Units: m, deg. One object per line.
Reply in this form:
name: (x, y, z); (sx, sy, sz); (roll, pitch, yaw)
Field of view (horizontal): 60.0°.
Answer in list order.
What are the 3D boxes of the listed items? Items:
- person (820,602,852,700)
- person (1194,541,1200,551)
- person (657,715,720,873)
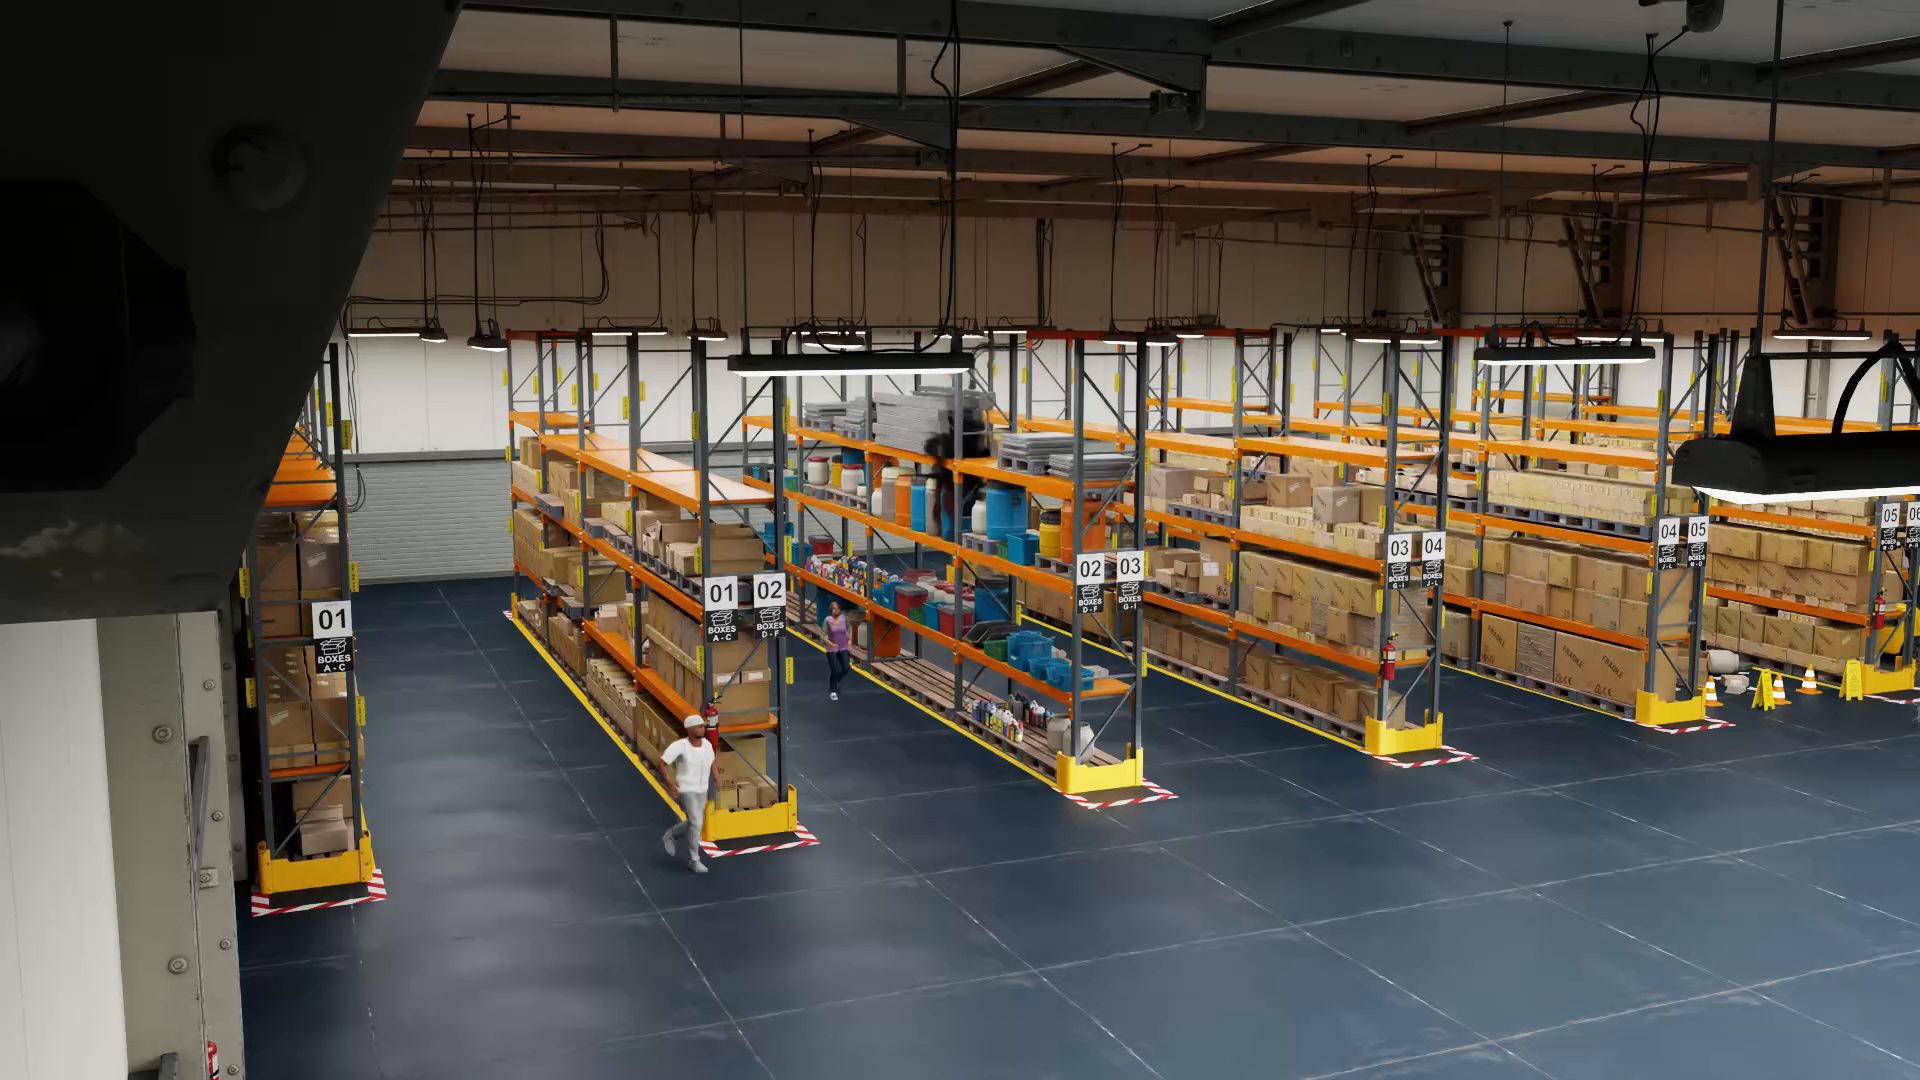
person: (-1.905, 1.742, 26.032); (0.560, 1.570, 0.555); (-3, 8, -21)
person: (5.962, -0.144, 41.346); (0.732, 1.759, 0.811); (-7, 10, -41)
person: (-3.100, 2.883, 19.181); (0.778, 1.748, 0.738); (6, 10, 36)
